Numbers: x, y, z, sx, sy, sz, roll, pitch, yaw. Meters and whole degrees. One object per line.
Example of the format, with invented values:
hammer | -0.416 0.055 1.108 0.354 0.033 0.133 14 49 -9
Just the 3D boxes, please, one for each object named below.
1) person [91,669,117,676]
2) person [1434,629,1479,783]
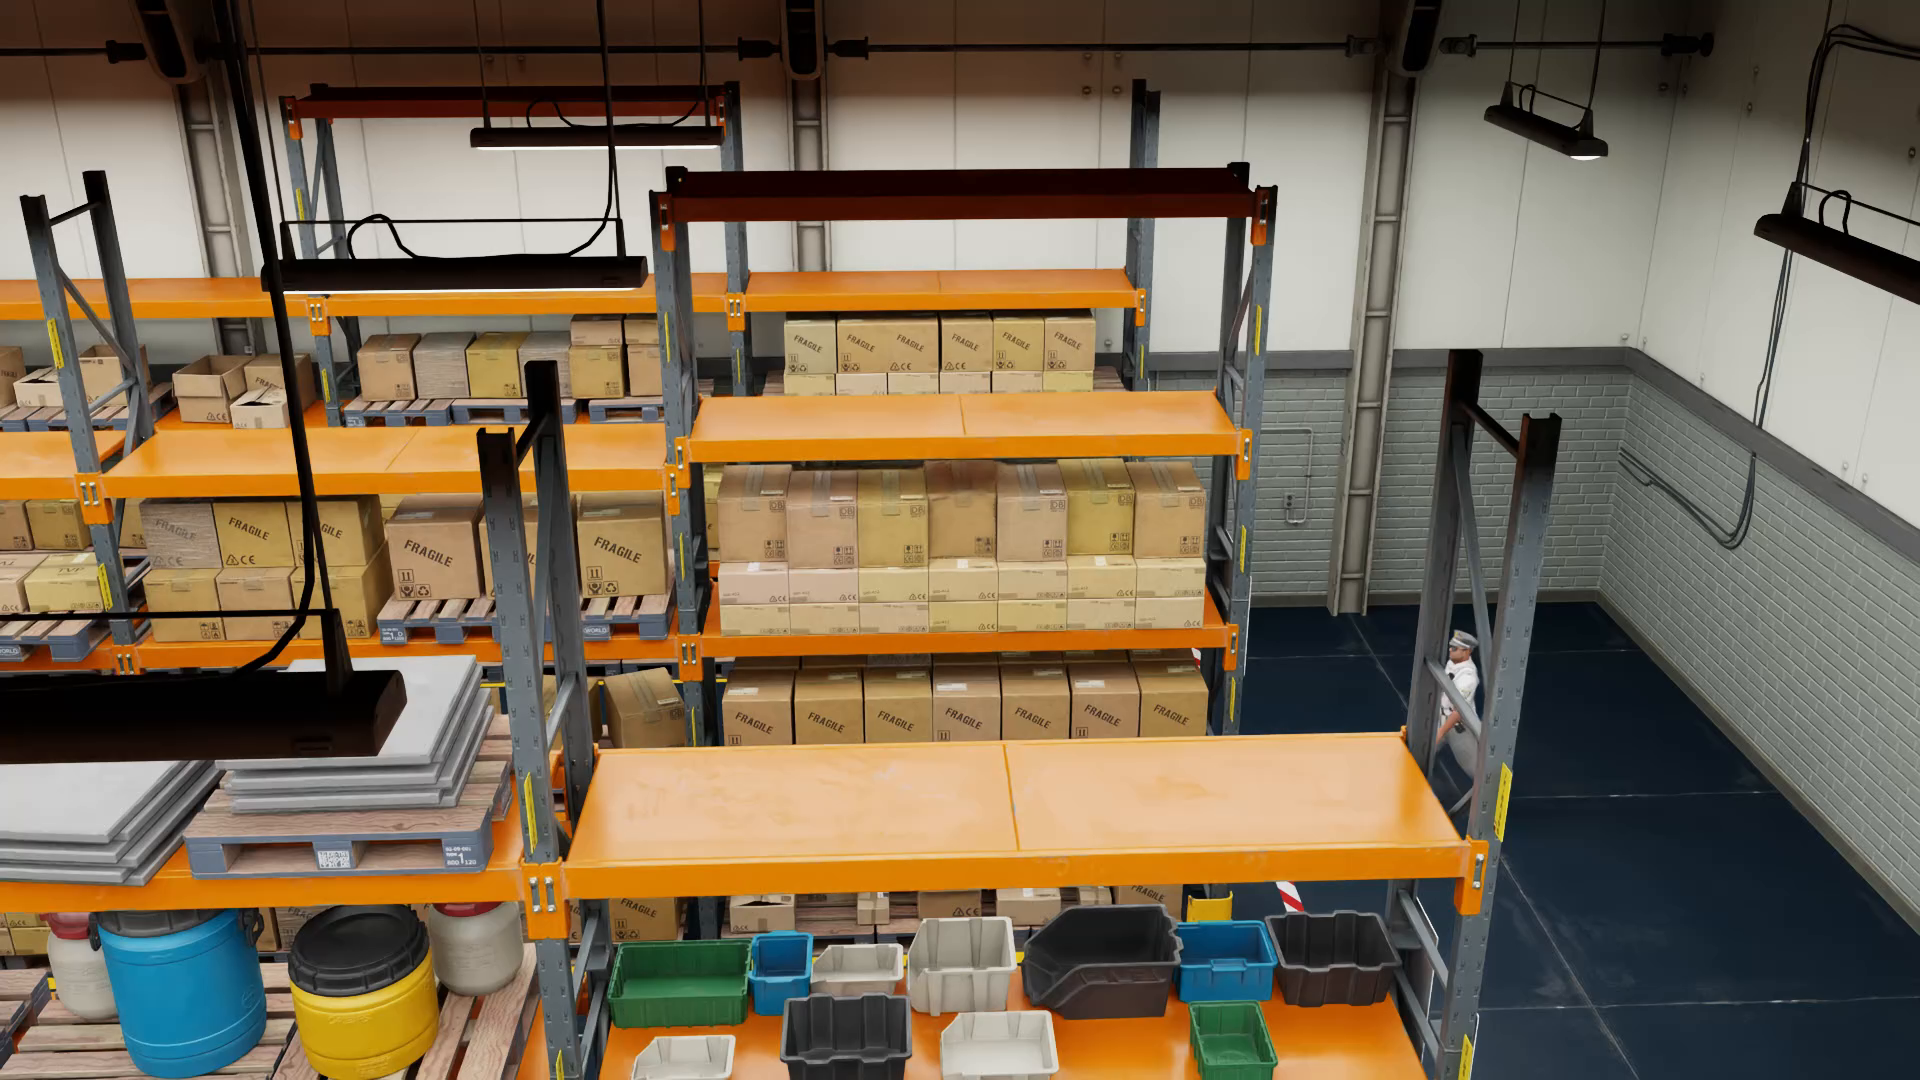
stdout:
person | -7.903 1.450 15.462 0.969 1.543 0.454 -11 24 -24
person | 4.357 1.593 14.895 1.084 1.709 0.608 0 22 0
